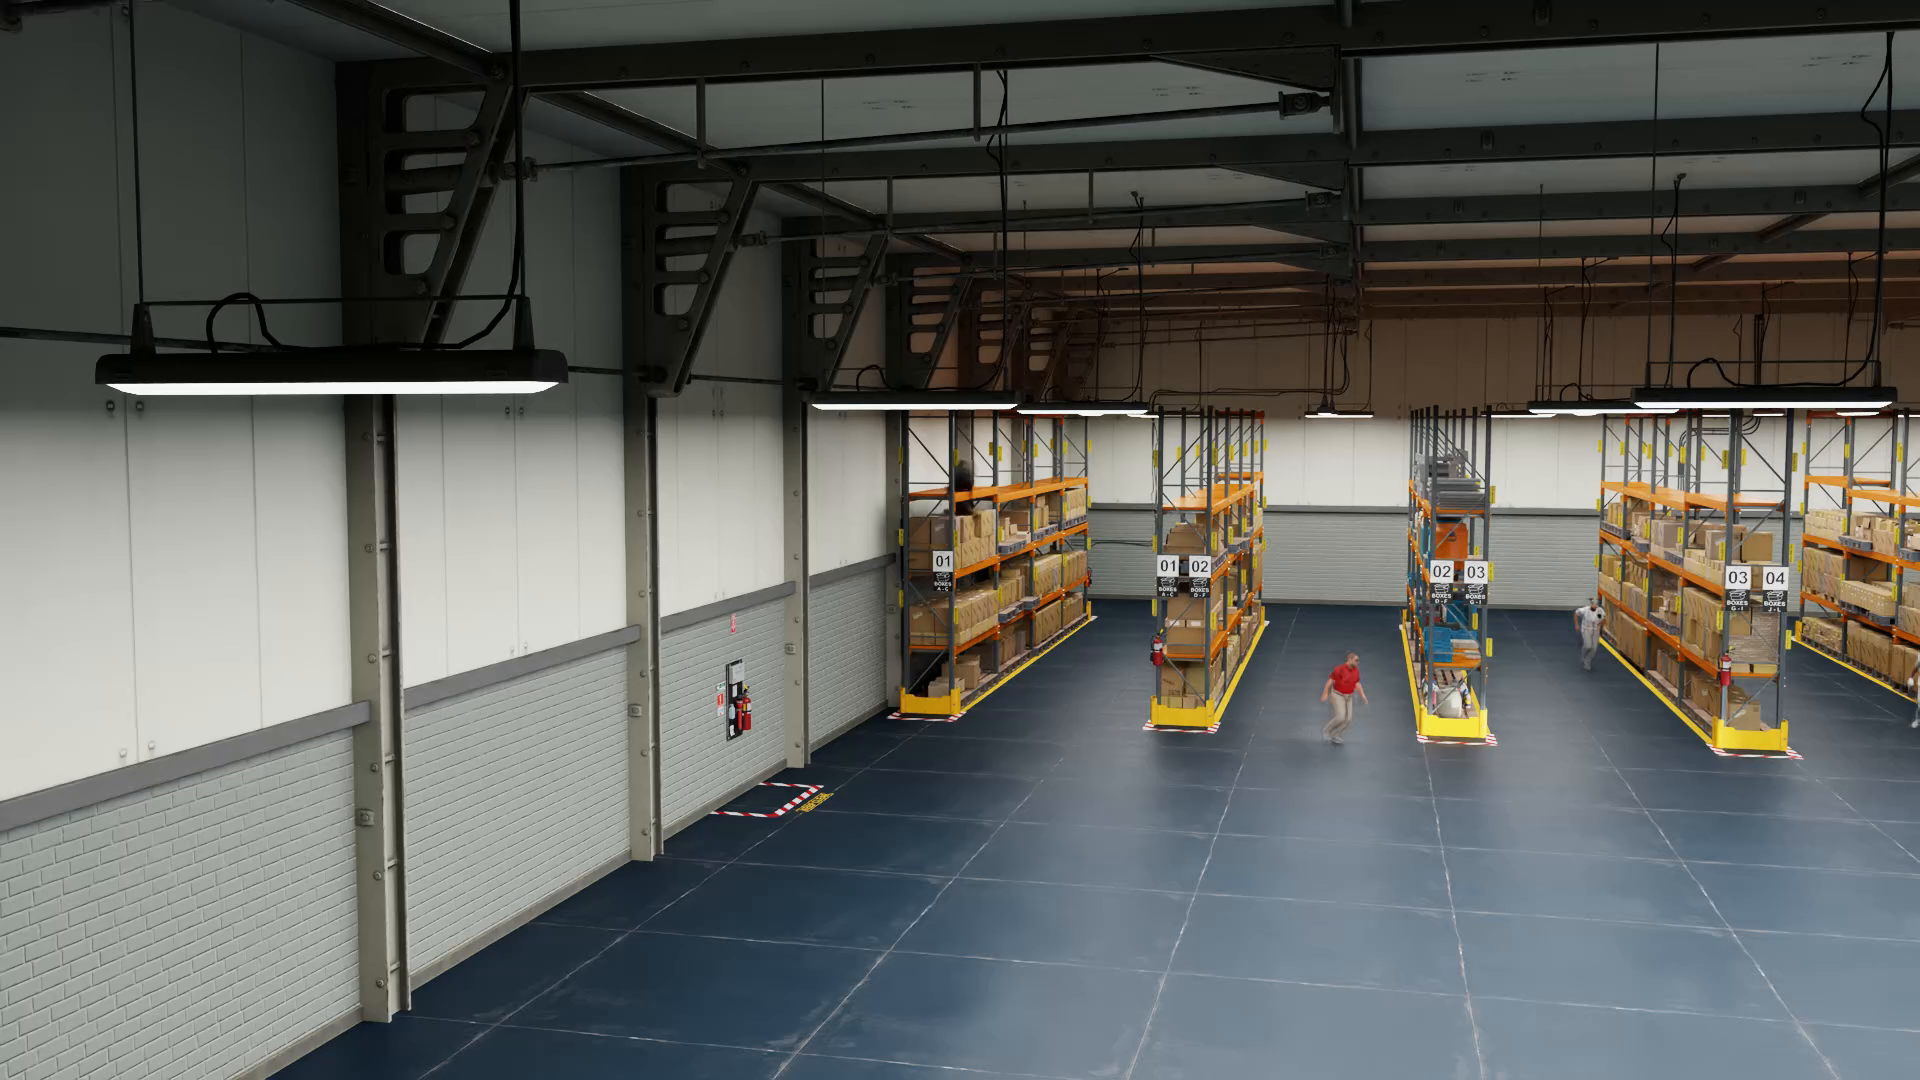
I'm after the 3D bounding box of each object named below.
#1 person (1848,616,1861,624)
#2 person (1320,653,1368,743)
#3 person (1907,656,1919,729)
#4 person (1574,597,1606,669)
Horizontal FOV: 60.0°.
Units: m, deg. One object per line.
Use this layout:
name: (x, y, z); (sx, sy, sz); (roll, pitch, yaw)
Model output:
person: (23.535, 1.758, 43.778); (0.536, 1.678, 0.649); (3, 5, 33)
person: (6.778, 2.829, 29.343); (0.648, 1.551, 0.667); (-3, 5, -31)
person: (17.617, 2.689, 30.163); (0.710, 1.725, 0.774); (2, 5, 25)
person: (14.512, 2.141, 38.227); (0.636, 1.697, 0.737); (0, 4, 1)
